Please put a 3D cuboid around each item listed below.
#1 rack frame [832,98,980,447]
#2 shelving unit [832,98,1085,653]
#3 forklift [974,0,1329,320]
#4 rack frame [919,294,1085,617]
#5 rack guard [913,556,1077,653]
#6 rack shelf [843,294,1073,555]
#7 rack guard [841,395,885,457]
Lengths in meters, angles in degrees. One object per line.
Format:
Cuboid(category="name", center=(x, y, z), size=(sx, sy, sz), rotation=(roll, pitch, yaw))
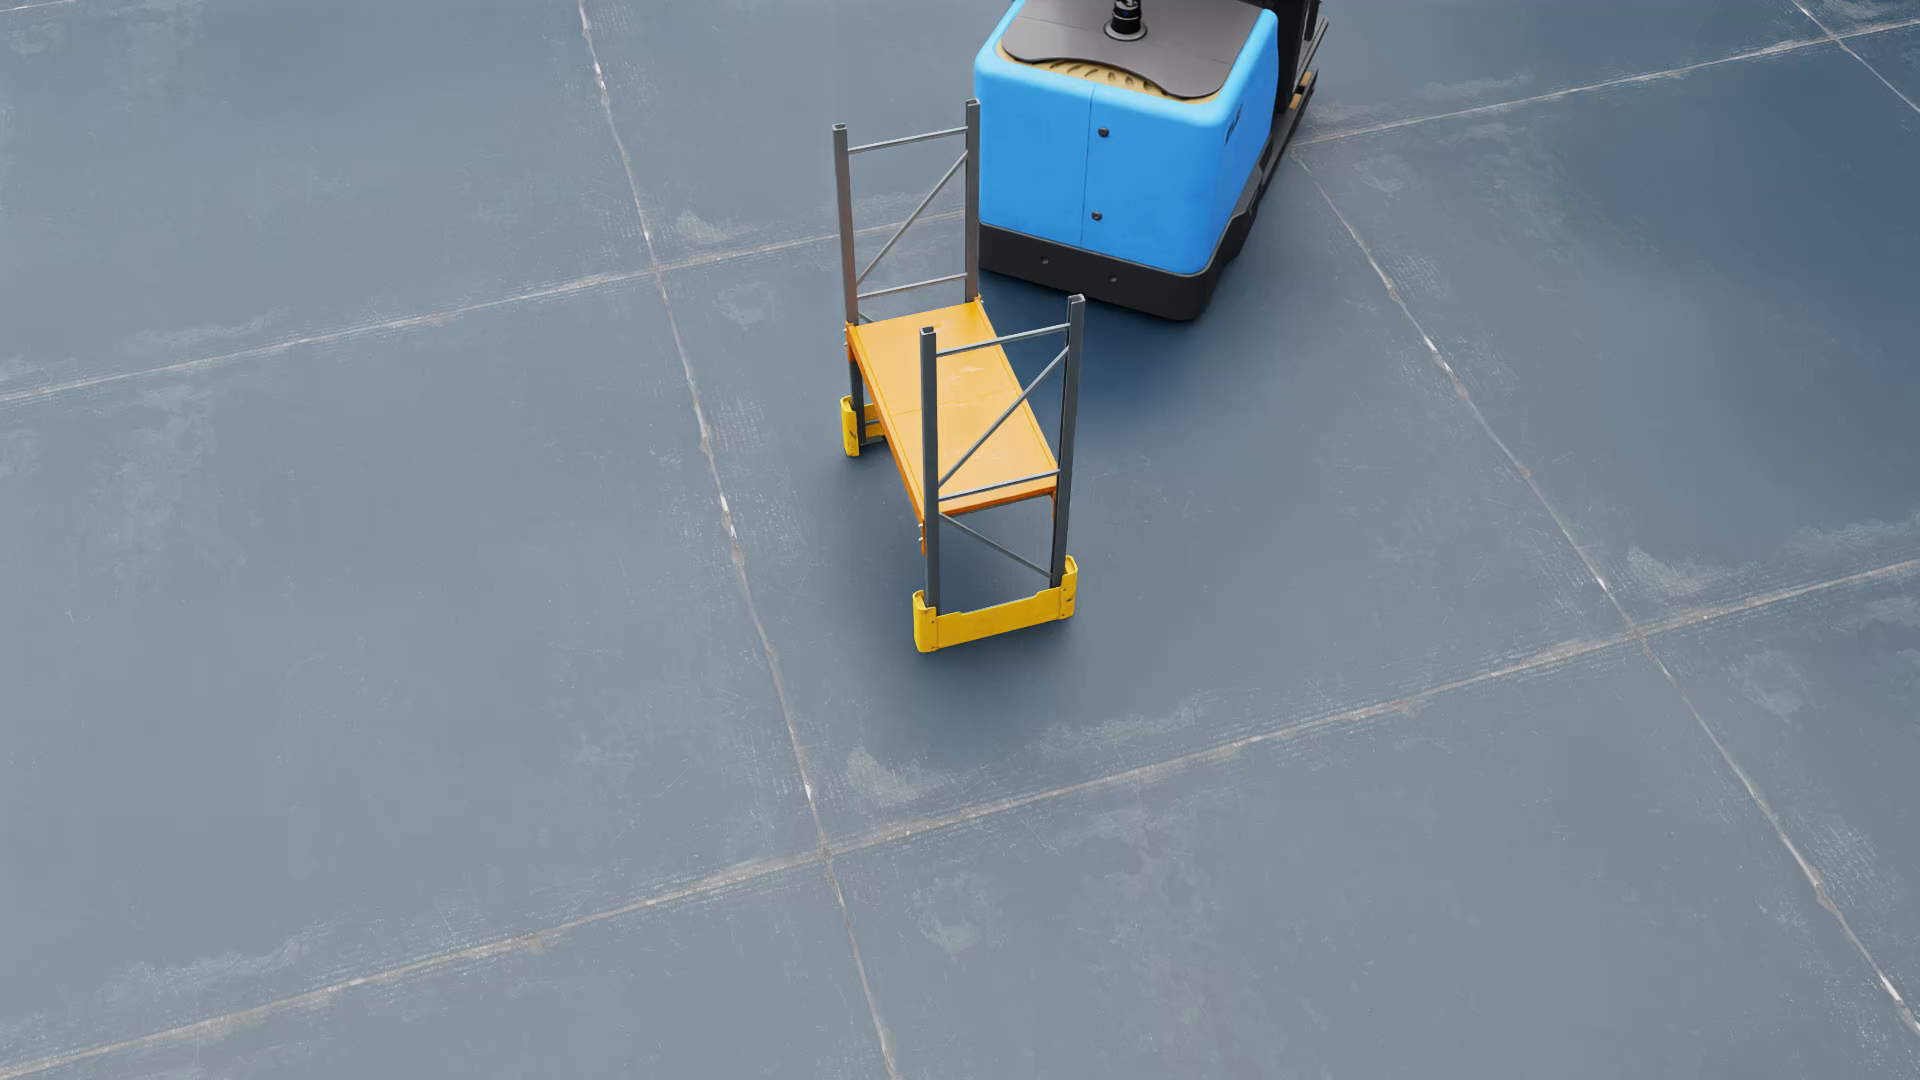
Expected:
Cuboid(category="rack frame", center=(-0.176, -0.917, 6.042), size=(0.500, 1.500, 0.032), rotation=(-13, 51, -11))
Cuboid(category="shelving unit", center=(-0.023, -0.539, 5.724), size=(0.587, 1.500, 1.083), rotation=(-13, 51, -11))
Cuboid(category="forklift", center=(1.068, -3.011, 6.871), size=(1.130, 2.935, 3.031), rotation=(17, 52, 14))
Cuboid(category="rack frame", center=(0.125, -0.174, 5.416), size=(0.500, 1.500, 0.032), rotation=(-13, 51, -11))
Cuboid(category="rack guard", center=(0.125, 0.227, 5.895), size=(0.587, 0.250, 0.087), rotation=(-13, 51, -11))
Cuboid(category="rack shelf", center=(-0.025, -0.430, 5.867), size=(0.538, 0.185, 1.000), rotation=(-13, 51, -11))
Cuboid(category="rack guard", center=(-0.170, -0.500, 6.508), size=(0.587, 0.250, 0.087), rotation=(-13, 51, -11))
